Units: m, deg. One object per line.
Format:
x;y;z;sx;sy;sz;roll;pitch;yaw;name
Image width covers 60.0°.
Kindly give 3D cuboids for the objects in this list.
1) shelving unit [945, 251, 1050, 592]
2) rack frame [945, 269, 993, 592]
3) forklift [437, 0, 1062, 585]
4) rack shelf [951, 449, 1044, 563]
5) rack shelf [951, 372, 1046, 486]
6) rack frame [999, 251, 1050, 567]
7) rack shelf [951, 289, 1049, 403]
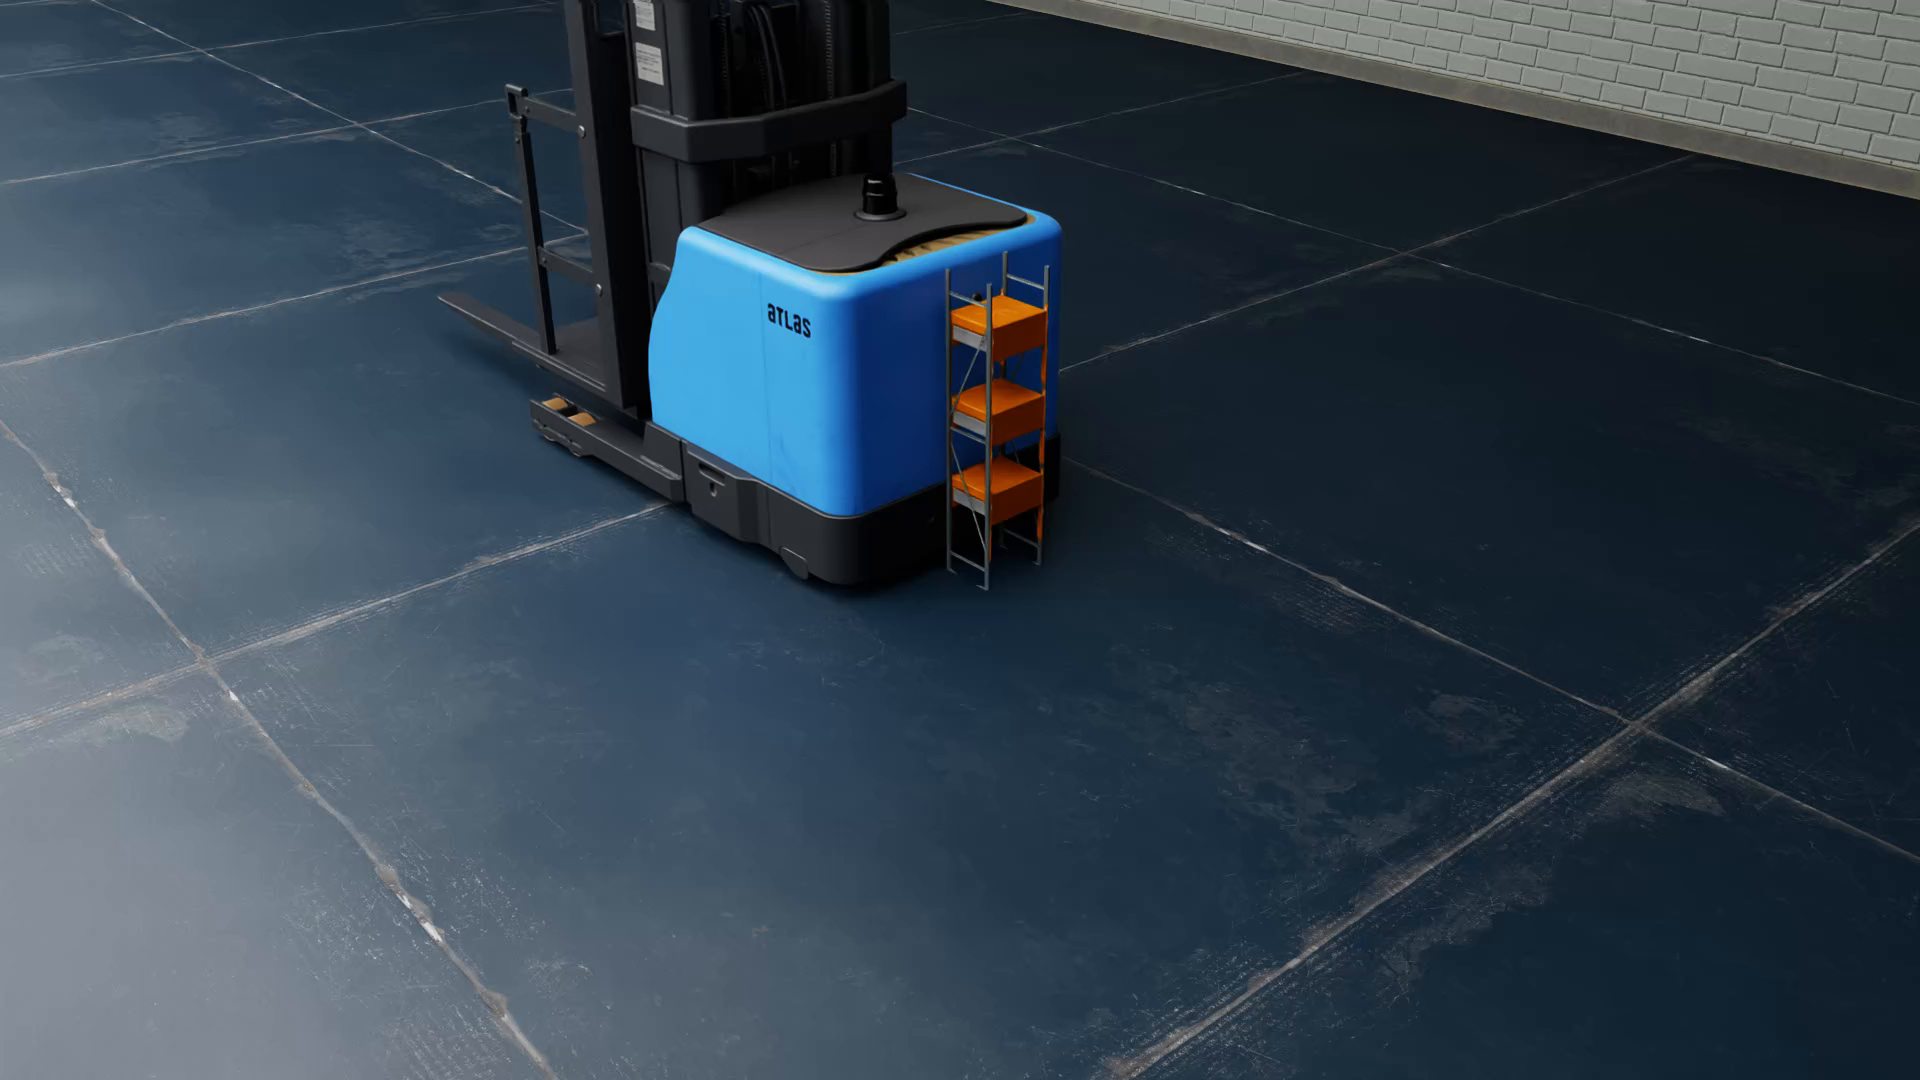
0.115;-0.368;5.326;0.252;1.050;0.215;-24;36;-37;shelving unit
0.026;-0.329;5.252;0.008;1.050;0.200;-24;36;-37;rack frame
-1.019;-1.755;5.925;1.130;2.935;3.031;-24;36;-37;forklift
0.115;-0.114;5.462;0.240;0.259;0.215;-24;36;-37;rack shelf
0.115;-0.359;5.331;0.240;0.259;0.215;-24;36;-37;rack shelf
0.205;-0.408;5.399;0.008;1.050;0.200;-24;36;-37;rack frame
0.115;-0.609;5.197;0.240;0.259;0.215;-24;36;-37;rack shelf
